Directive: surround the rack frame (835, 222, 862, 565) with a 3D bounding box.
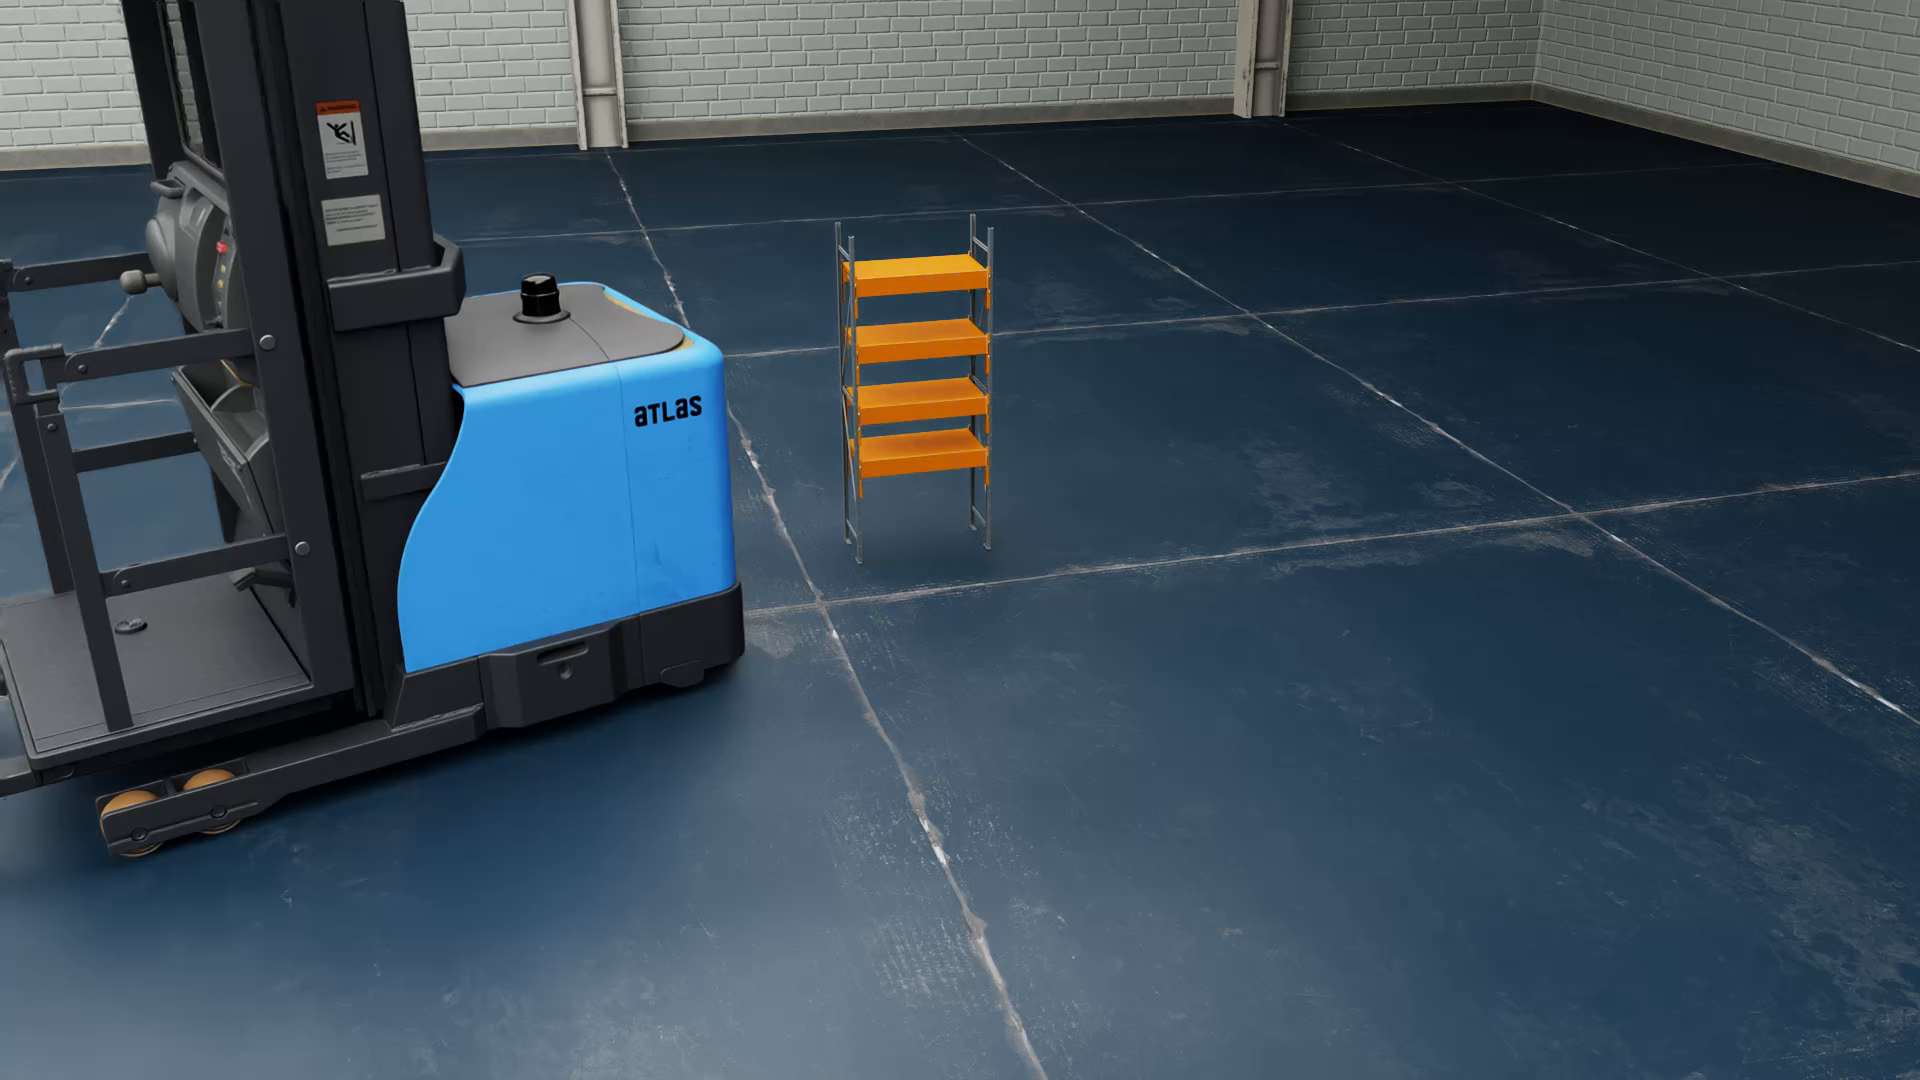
[{"bbox_3d":[-0.394,-0.508,5.912,0.015,1.200,0.240,-6,24,-14],"label":"rack frame"}]

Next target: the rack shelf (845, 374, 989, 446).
[{"bbox_3d":[-0.159,-0.472,5.999,0.480,0.148,0.258,-6,24,-14],"label":"rack shelf"}]

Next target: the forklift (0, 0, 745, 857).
[{"bbox_3d":[-2.189,-0.760,4.305,3.031,2.935,1.130,-15,27,-31],"label":"forklift"}]

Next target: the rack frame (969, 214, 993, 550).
[{"bbox_3d":[0.076,-0.560,6.033,0.015,1.200,0.240,-6,24,-14],"label":"rack frame"}]

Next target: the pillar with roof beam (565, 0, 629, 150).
[{"bbox_3d":[-1.837,-5.819,8.400,0.400,9.000,9.100,-6,24,-14],"label":"pillar with roof beam"}]

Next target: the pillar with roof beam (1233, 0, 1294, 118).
[{"bbox_3d":[3.940,-6.459,9.890,0.400,9.000,9.100,-6,24,-14],"label":"pillar with roof beam"}]

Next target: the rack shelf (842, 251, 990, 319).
[{"bbox_3d":[-0.159,-0.895,5.817,0.480,0.148,0.258,-6,24,-14],"label":"rack shelf"}]

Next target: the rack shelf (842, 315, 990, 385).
[{"bbox_3d":[-0.159,-0.677,5.911,0.480,0.148,0.258,-6,24,-14],"label":"rack shelf"}]

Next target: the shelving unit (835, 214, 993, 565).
[{"bbox_3d":[-0.159,-0.534,5.972,0.503,1.200,0.258,-6,24,-14],"label":"shelving unit"}]

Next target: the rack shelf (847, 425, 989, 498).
[{"bbox_3d":[-0.159,-0.289,6.077,0.480,0.148,0.258,-6,24,-14],"label":"rack shelf"}]
